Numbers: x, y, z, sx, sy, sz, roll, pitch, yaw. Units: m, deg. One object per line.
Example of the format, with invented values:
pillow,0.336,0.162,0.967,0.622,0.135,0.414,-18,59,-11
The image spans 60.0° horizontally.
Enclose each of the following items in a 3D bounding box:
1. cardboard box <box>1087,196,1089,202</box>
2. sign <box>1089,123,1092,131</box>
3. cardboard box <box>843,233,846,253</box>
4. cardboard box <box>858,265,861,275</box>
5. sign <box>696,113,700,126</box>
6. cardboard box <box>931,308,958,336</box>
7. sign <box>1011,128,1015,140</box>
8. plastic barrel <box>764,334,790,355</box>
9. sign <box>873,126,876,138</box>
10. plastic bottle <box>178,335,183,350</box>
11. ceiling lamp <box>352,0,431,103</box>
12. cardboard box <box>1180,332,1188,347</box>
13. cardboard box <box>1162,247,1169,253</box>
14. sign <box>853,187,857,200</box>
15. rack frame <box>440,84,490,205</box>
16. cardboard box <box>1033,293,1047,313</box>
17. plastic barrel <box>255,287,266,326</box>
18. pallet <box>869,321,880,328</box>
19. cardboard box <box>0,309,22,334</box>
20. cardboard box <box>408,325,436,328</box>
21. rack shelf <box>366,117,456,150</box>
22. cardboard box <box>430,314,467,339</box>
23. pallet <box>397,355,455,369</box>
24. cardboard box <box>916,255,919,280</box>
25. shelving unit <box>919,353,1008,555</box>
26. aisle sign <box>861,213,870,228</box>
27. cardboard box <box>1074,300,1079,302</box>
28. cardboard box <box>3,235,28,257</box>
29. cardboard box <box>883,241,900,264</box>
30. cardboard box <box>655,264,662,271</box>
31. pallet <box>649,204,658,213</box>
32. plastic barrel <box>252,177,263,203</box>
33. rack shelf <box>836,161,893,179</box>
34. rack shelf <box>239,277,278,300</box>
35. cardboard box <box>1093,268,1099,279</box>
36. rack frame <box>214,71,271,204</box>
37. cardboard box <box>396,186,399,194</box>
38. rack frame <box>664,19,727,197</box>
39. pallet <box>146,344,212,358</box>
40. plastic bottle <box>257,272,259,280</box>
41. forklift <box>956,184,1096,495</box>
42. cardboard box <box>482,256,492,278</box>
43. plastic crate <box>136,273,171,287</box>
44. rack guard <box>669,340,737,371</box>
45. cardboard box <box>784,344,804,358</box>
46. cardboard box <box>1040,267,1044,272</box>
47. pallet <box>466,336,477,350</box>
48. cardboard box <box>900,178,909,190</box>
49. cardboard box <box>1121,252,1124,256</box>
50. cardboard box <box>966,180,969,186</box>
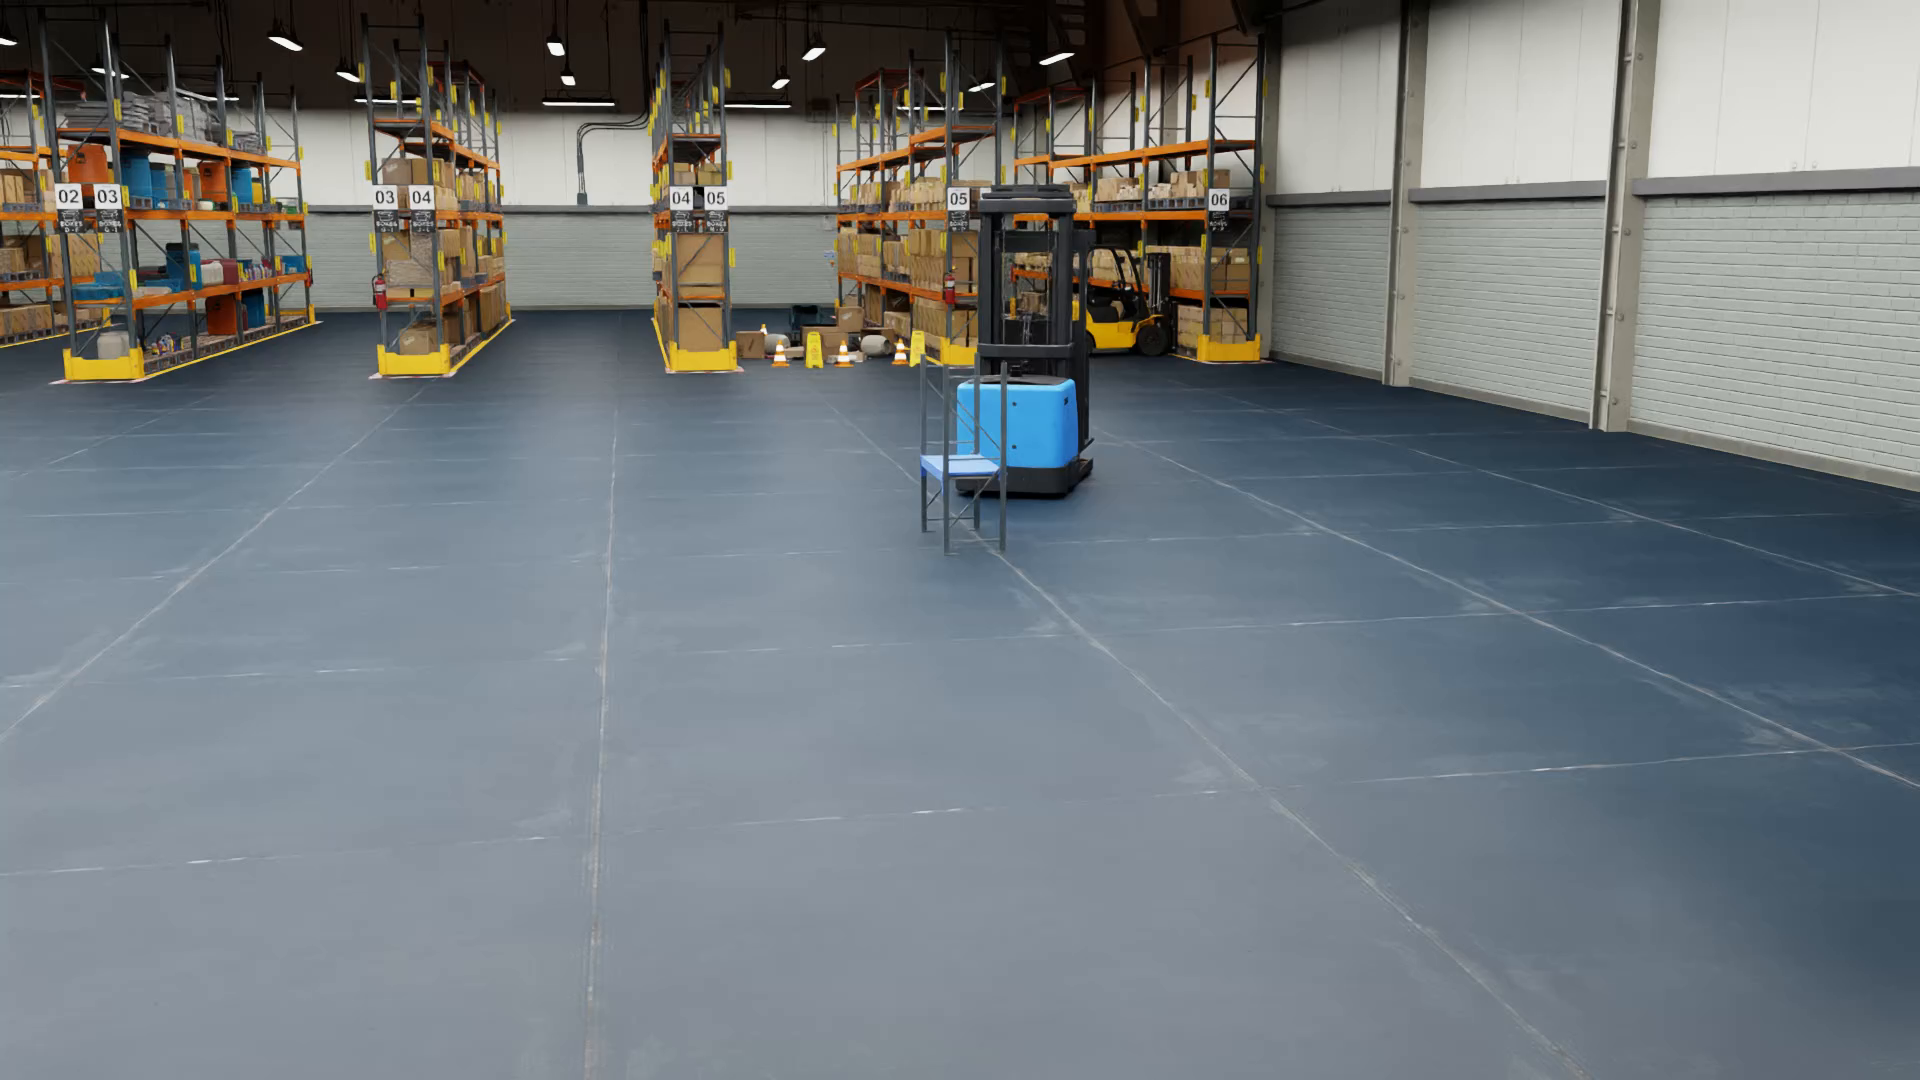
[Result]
cardboard box,3.223,-8.074,39.409,0.380,0.149,0.250,-2,11,-12
sign,3.325,-10.613,42.467,0.100,0.325,0.005,-2,11,-11
cardboard box,-2.836,-7.914,44.310,0.500,0.500,0.500,-2,11,-11
cardboard box,-2.260,-6.763,41.606,0.500,0.250,0.500,-2,11,-12
sign,-6.379,-10.233,40.472,0.100,0.325,0.005,-2,11,-11
cardboard box,-0.269,-4.183,31.875,0.500,0.500,0.500,-2,11,-9
sign,1.471,-11.267,46.113,0.100,0.325,0.005,-2,11,-11
plastic barrel,-3.641,-3.843,32.755,0.512,0.421,0.421,6,12,28
sign,-2.330,-11.122,45.355,0.100,0.325,0.005,-2,11,-11
plastic bottle,-14.693,-3.724,31.330,0.061,0.283,0.133,-2,11,-8
ceiling lamp,-15.496,-13.518,45.042,2.000,3.185,0.800,-2,11,-11
cardboard box,4.627,-3.929,32.546,0.500,0.250,0.500,-2,11,-11
cardboard box,4.332,-5.897,33.856,0.380,0.149,0.250,-2,11,-12
sign,-2.631,-8.673,41.622,0.100,0.325,0.005,-2,11,-11
rack frame,-11.808,-9.513,39.612,1.000,3.000,0.127,-2,11,-11
cardboard box,2.359,-6.356,44.628,0.700,0.500,0.500,-3,11,-13
plastic barrel,-16.577,-5.461,38.856,0.600,0.901,0.708,-2,11,-11
pallet,-1.622,-5.194,40.420,1.003,0.211,1.213,-2,11,-11
cardboard box,-20.756,-4.743,36.103,0.500,0.500,0.500,-2,11,-12
cardboard box,-9.832,-3.683,30.585,0.500,0.500,0.500,-1,11,-6
rack shelf,-9.863,-7.324,30.043,1.077,0.370,4.000,-2,11,-11
cardboard box,-10.533,-4.391,34.254,0.700,0.500,0.500,-3,11,-16
pallet,-9.612,-3.160,29.733,1.003,0.211,1.213,-2,11,-11
cardboard box,-0.598,-5.473,33.364,0.500,0.500,0.500,-2,11,-11
shelving unit,0.017,-0.721,13.474,0.538,1.500,1.048,-2,11,-11
aisle sign,-2.575,-8.962,45.806,0.394,0.787,0.004,-2,11,-11
cardboard box,3.075,-5.610,40.713,0.500,0.500,0.500,-2,11,-9
cardboard box,-21.878,-6.830,38.619,0.500,0.500,0.500,-2,11,-11
cardboard box,-1.448,-6.504,37.657,0.500,0.500,0.500,-2,11,-13
cardboard box,-6.691,-6.151,37.540,0.380,0.149,0.250,-2,11,-10
pallet,-6.702,-7.802,39.146,1.213,0.211,1.003,-2,11,-11
plastic barrel,-16.289,-7.998,38.048,0.600,0.588,0.600,0,11,0
rack shelf,-2.476,-9.691,43.537,1.077,0.370,4.000,-2,11,-11
rack shelf,-16.277,-5.666,37.366,1.077,0.370,4.000,-2,11,-11
cardboard box,3.406,-6.210,38.703,0.500,0.250,0.500,-2,11,-11
rack frame,-16.666,-9.333,38.665,1.000,3.000,0.127,-2,11,-11
cardboard box,-9.834,-6.001,28.514,0.380,0.149,0.250,-2,11,-11
rack frame,-4.589,-7.474,28.899,1.000,3.000,0.127,-2,11,-11
pallet,-15.301,-3.692,32.528,1.003,0.211,1.213,-2,11,-11
plastic bottle,-16.028,-6.024,37.853,0.097,0.201,0.097,0,11,0
forklift,0.774,-2.103,16.907,1.130,2.935,3.031,2,11,12
cardboard box,-11.359,-6.449,39.287,0.500,0.500,0.500,-2,11,-9
plastic crate,-15.133,-4.788,30.995,0.767,0.338,0.504,-2,11,-11
rack guard,-4.584,-3.295,29.670,1.175,0.500,0.348,-2,11,-11
cardboard box,-3.226,-3.669,32.265,0.396,0.266,0.258,0,11,-1
cardboard box,2.325,-7.127,43.793,0.380,0.149,0.250,-2,11,-10
pallet,-10.645,-4.096,34.653,1.003,0.211,1.213,-2,11,-11
cardboard box,-0.989,-7.599,35.518,0.500,0.250,0.500,-2,11,-10
cardboard box,3.776,-6.296,36.752,0.380,0.149,0.250,-2,11,-11
cardboard box,0.314,-6.586,30.793,0.380,0.149,0.250,-2,11,-11
